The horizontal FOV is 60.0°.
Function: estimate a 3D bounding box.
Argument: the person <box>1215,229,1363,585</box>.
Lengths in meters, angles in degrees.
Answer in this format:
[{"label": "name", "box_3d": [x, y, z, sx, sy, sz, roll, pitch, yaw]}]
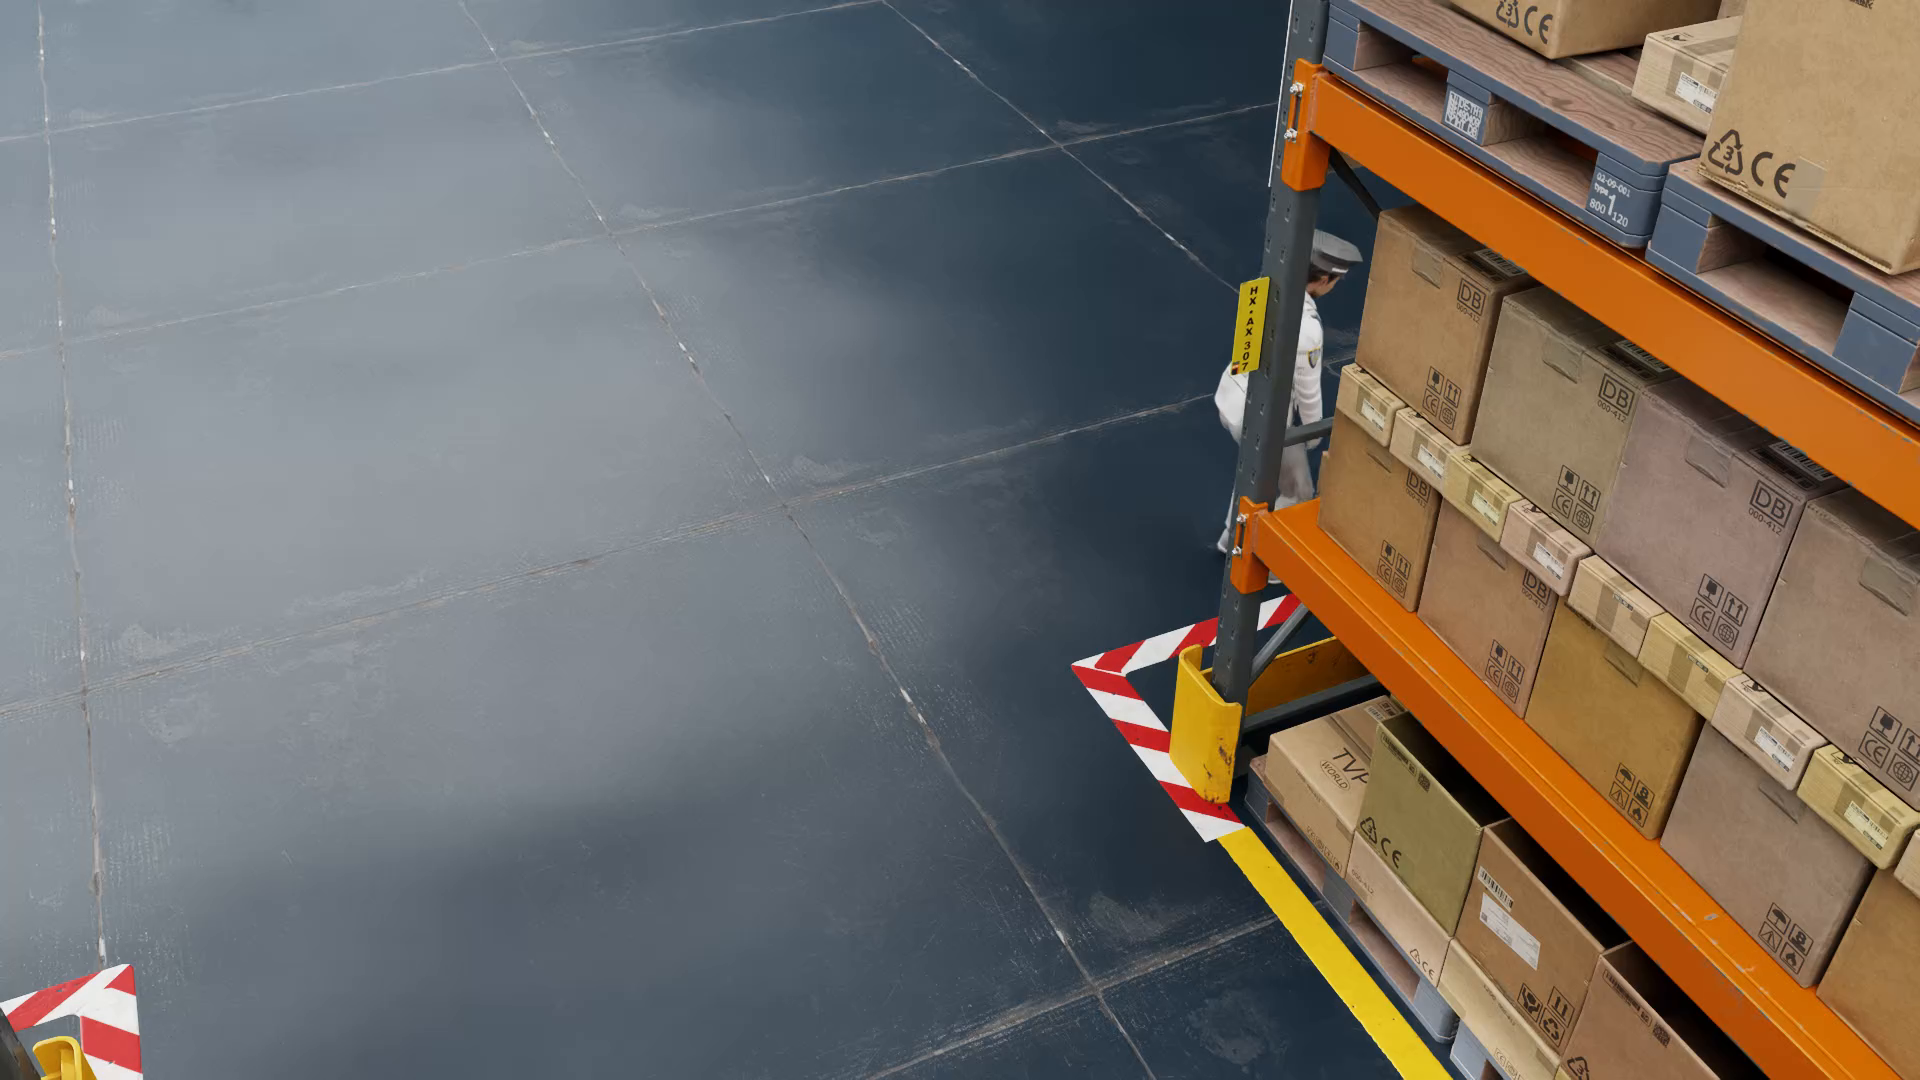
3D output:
[{"label": "person", "box_3d": [1.322, -0.545, 6.944, 0.526, 1.576, 0.516, -10, 39, -13]}]
